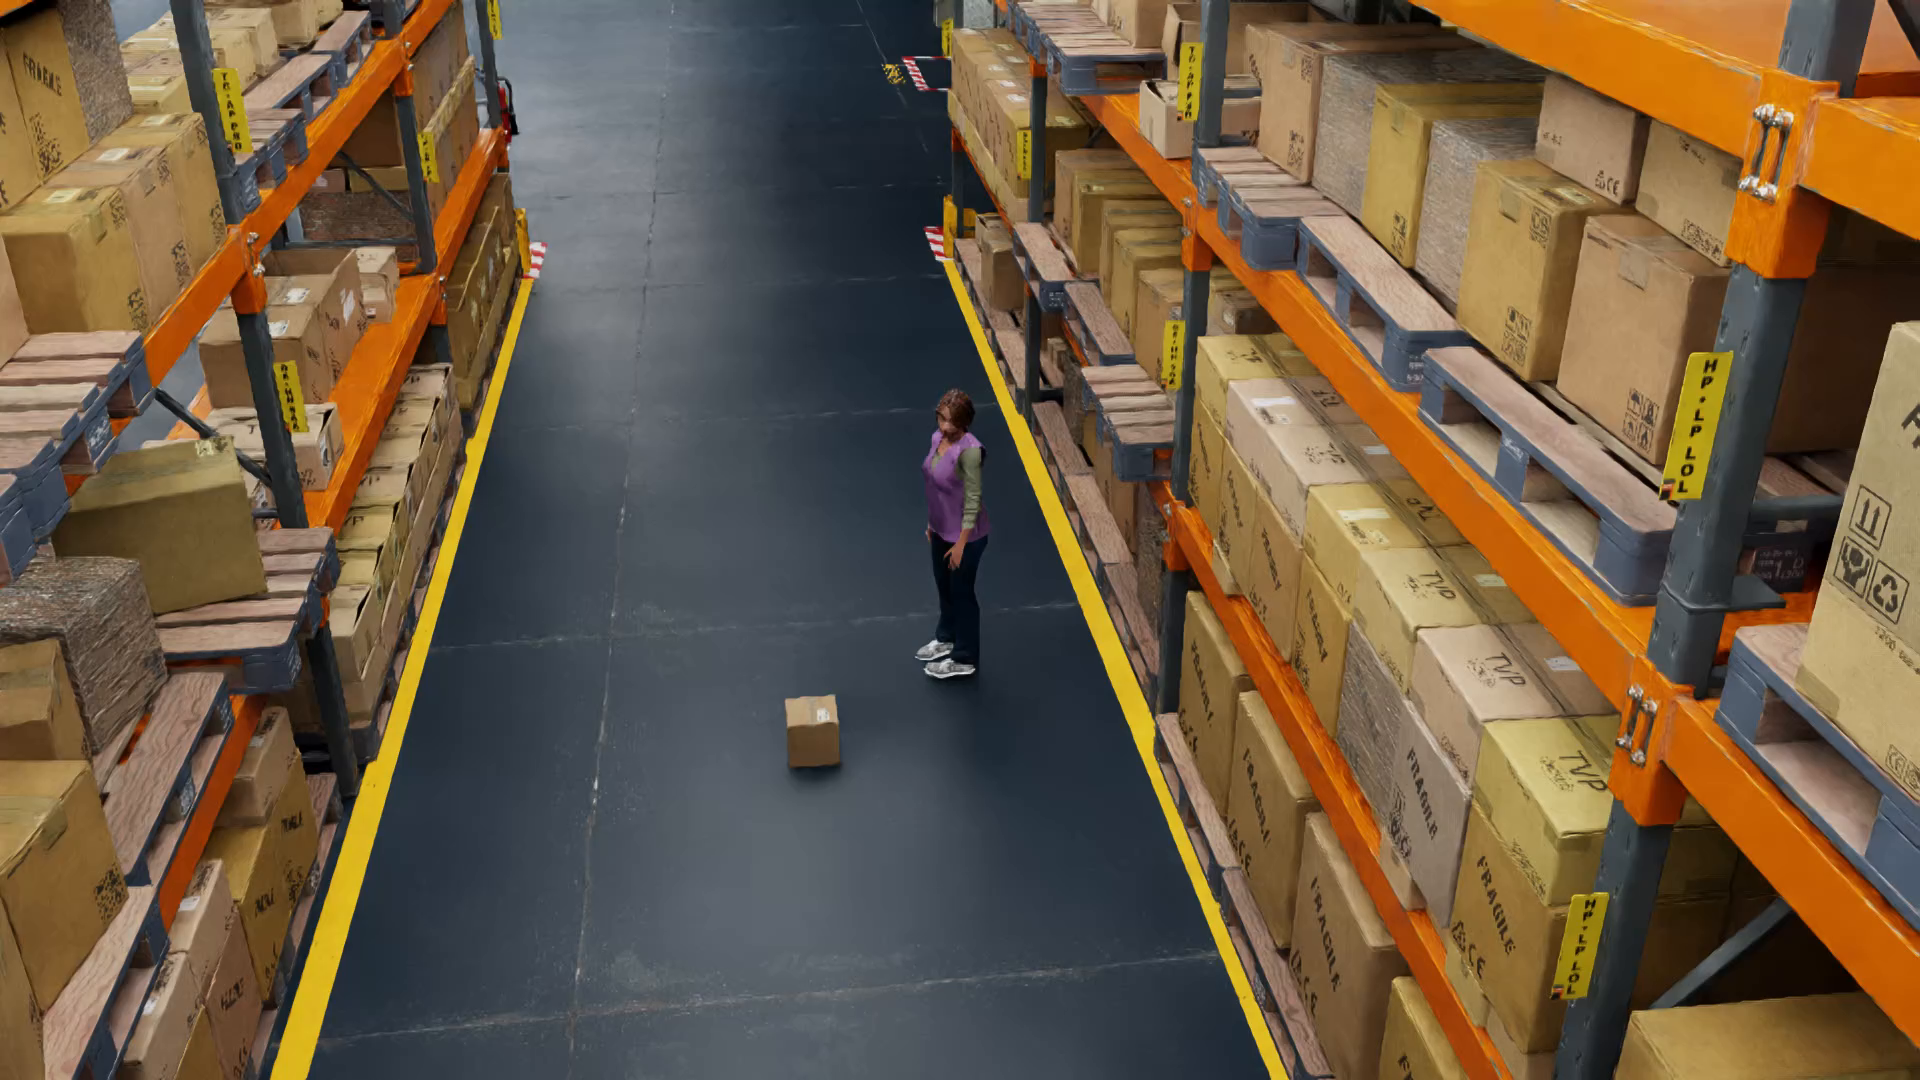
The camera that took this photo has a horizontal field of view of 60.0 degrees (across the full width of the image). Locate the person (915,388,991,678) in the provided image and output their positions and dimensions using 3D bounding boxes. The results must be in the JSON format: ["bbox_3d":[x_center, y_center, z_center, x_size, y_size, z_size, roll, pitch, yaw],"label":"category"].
[{"bbox_3d":[-0.040,-0.023,8.663,0.368,1.629,0.453,-13,30,-24],"label":"person"}]
